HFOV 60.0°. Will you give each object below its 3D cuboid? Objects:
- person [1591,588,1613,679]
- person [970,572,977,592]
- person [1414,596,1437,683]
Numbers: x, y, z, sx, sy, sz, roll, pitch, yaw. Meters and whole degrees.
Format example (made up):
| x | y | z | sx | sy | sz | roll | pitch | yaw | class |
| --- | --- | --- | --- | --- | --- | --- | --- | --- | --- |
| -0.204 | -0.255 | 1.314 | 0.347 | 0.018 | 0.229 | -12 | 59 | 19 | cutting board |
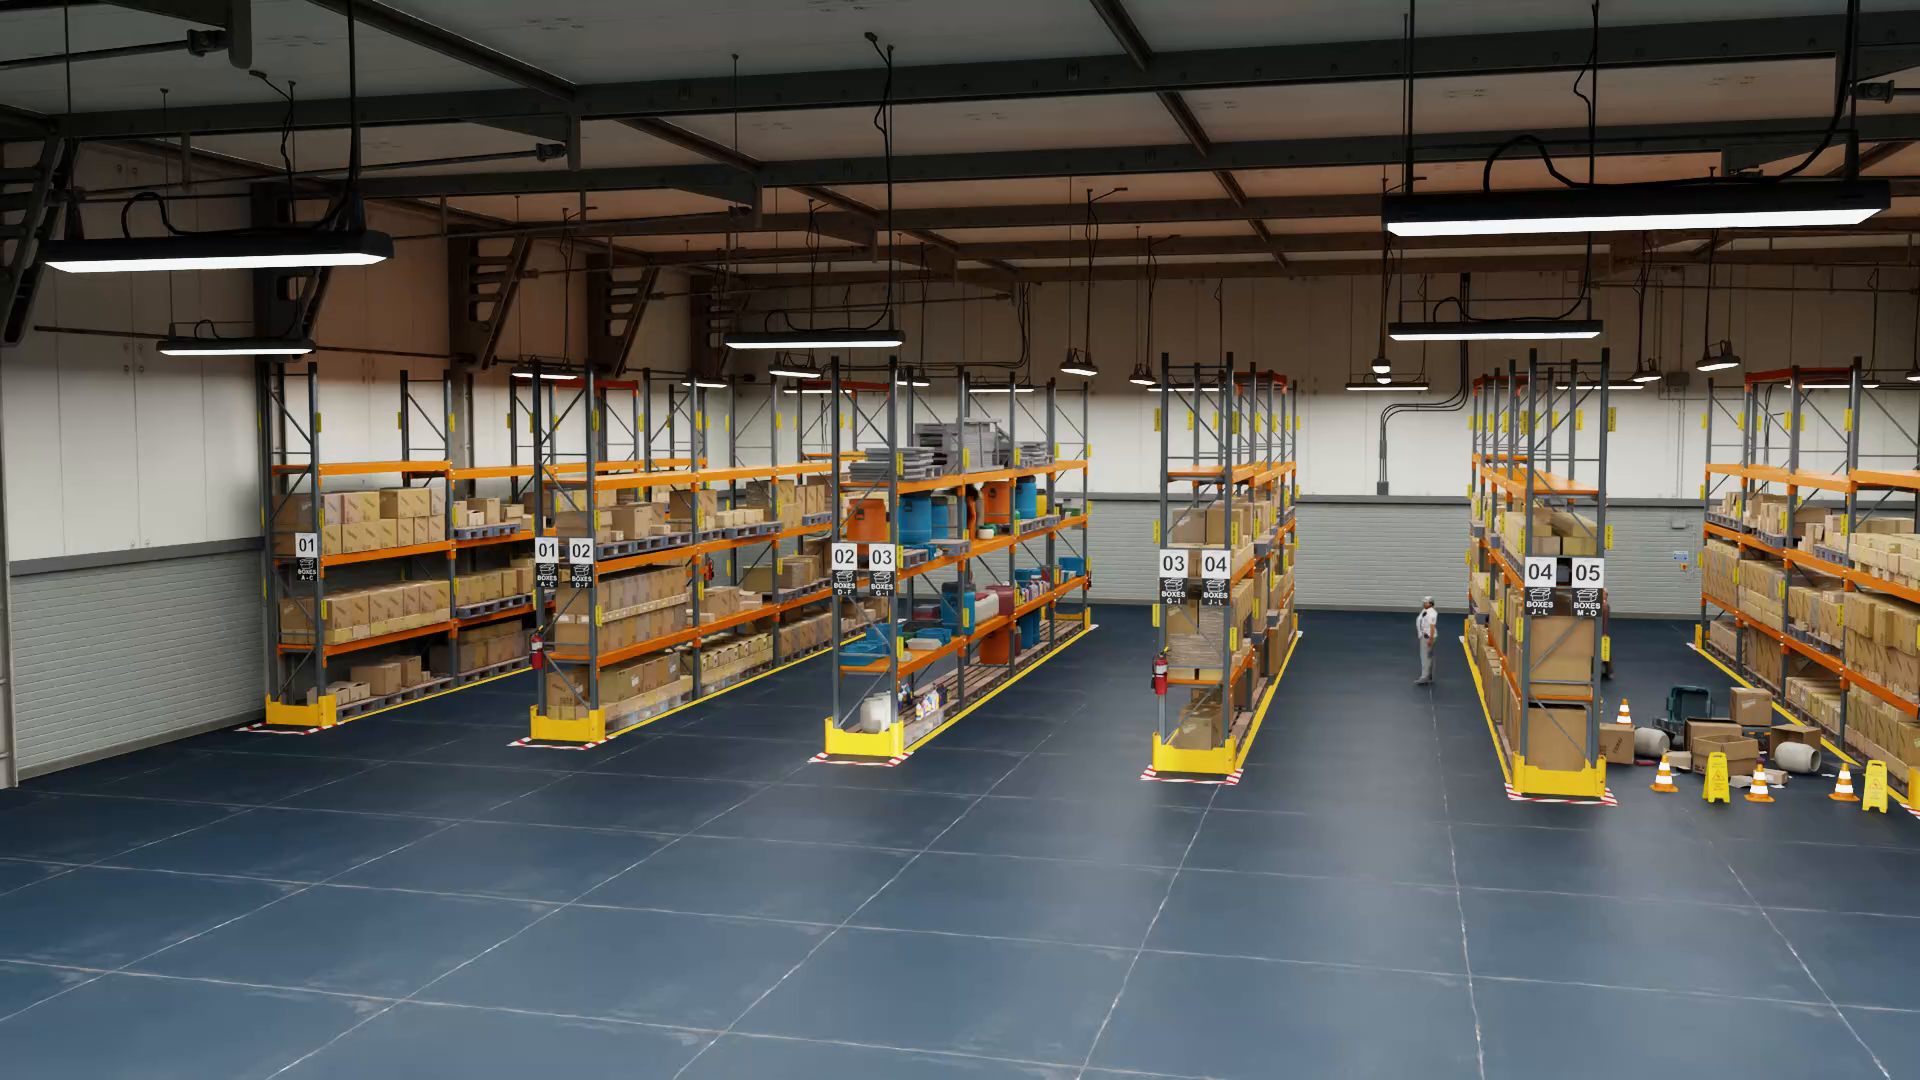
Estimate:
| x | y | z | sx | sy | sz | roll | pitch | yaw | class |
| --- | --- | --- | --- | --- | --- | --- | --- | --- | --- |
| 12.559 | 1.823 | 32.621 | 0.523 | 1.778 | 0.598 | 3 | 5 | 36 | person |
| 0.191 | 1.484 | 38.910 | 0.423 | 1.550 | 0.865 | 1 | 4 | 19 | person |
| 9.011 | 1.919 | 32.146 | 0.414 | 1.674 | 0.537 | 1 | 4 | 14 | person |
